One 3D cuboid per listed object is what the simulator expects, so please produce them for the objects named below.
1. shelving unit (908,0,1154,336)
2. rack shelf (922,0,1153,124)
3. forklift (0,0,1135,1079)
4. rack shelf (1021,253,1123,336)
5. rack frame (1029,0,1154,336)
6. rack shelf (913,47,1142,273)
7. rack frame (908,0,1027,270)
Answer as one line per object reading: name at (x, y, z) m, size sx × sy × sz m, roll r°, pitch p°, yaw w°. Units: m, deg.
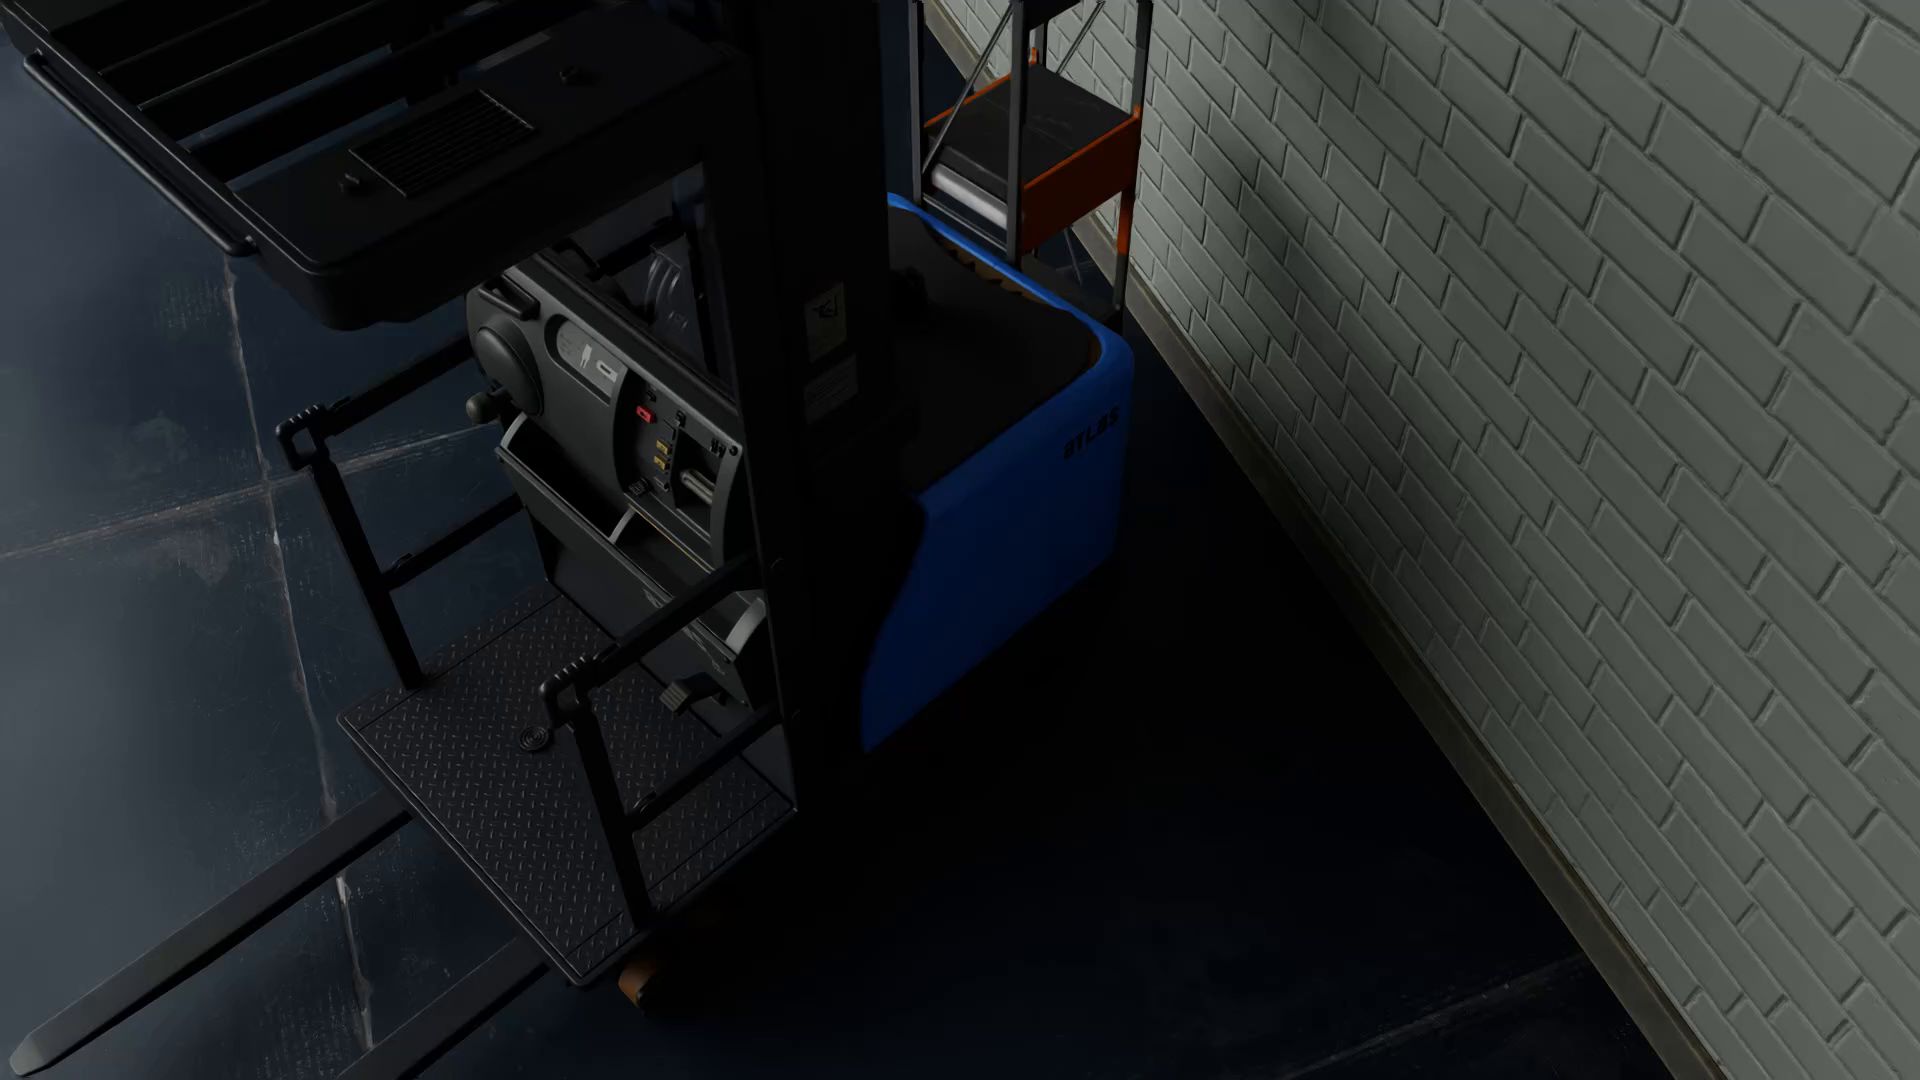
shelving unit at (0.187, -1.011, 4.734) m, size 0.503 × 2.100 × 0.431 m, roll -37°, pitch 59°, yaw -27°
rack shelf at (0.187, -1.458, 4.213) m, size 0.480 × 0.518 × 0.431 m, roll -37°, pitch 59°, yaw -27°
forklift at (-0.931, -0.219, 3.506) m, size 3.031 × 2.935 × 1.130 m, roll -37°, pitch 59°, yaw -27°
rack shelf at (0.187, -0.546, 5.275) m, size 0.480 × 0.518 × 0.431 m, roll -37°, pitch 59°, yaw -27°
rack frame at (0.359, -1.141, 4.846) m, size 0.015 × 2.100 × 0.400 m, roll -37°, pitch 59°, yaw -27°
rack shelf at (0.187, -1.002, 4.744) m, size 0.480 × 0.518 × 0.431 m, roll -37°, pitch 59°, yaw -27°
rack frame at (0.014, -0.880, 4.621) m, size 0.015 × 2.100 × 0.400 m, roll -37°, pitch 59°, yaw -27°
